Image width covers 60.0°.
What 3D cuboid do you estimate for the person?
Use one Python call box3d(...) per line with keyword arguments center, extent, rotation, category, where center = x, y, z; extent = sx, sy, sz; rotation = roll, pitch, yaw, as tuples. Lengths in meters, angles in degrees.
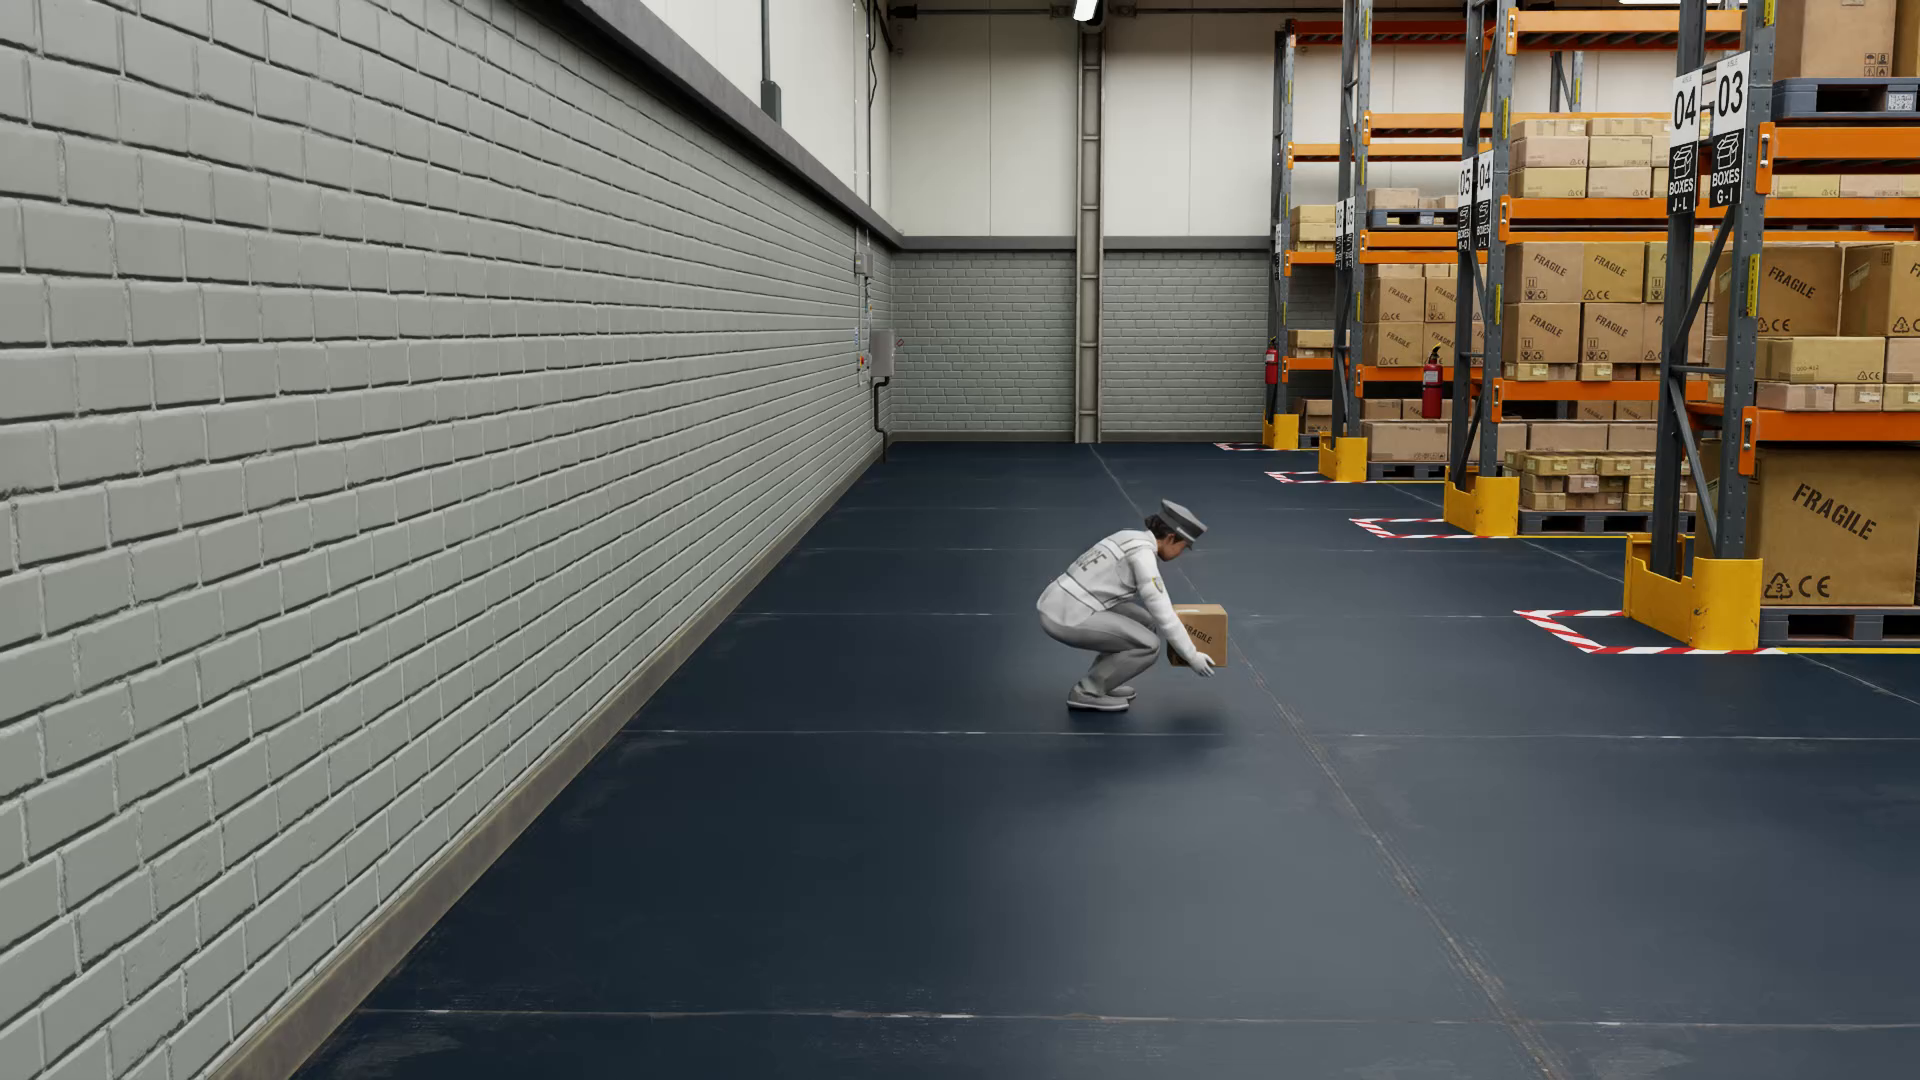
box3d(center=(0.767, 0.297, 7.763), extent=(0.819, 0.961, 0.504), rotation=(0, 7, 1), category="person")
